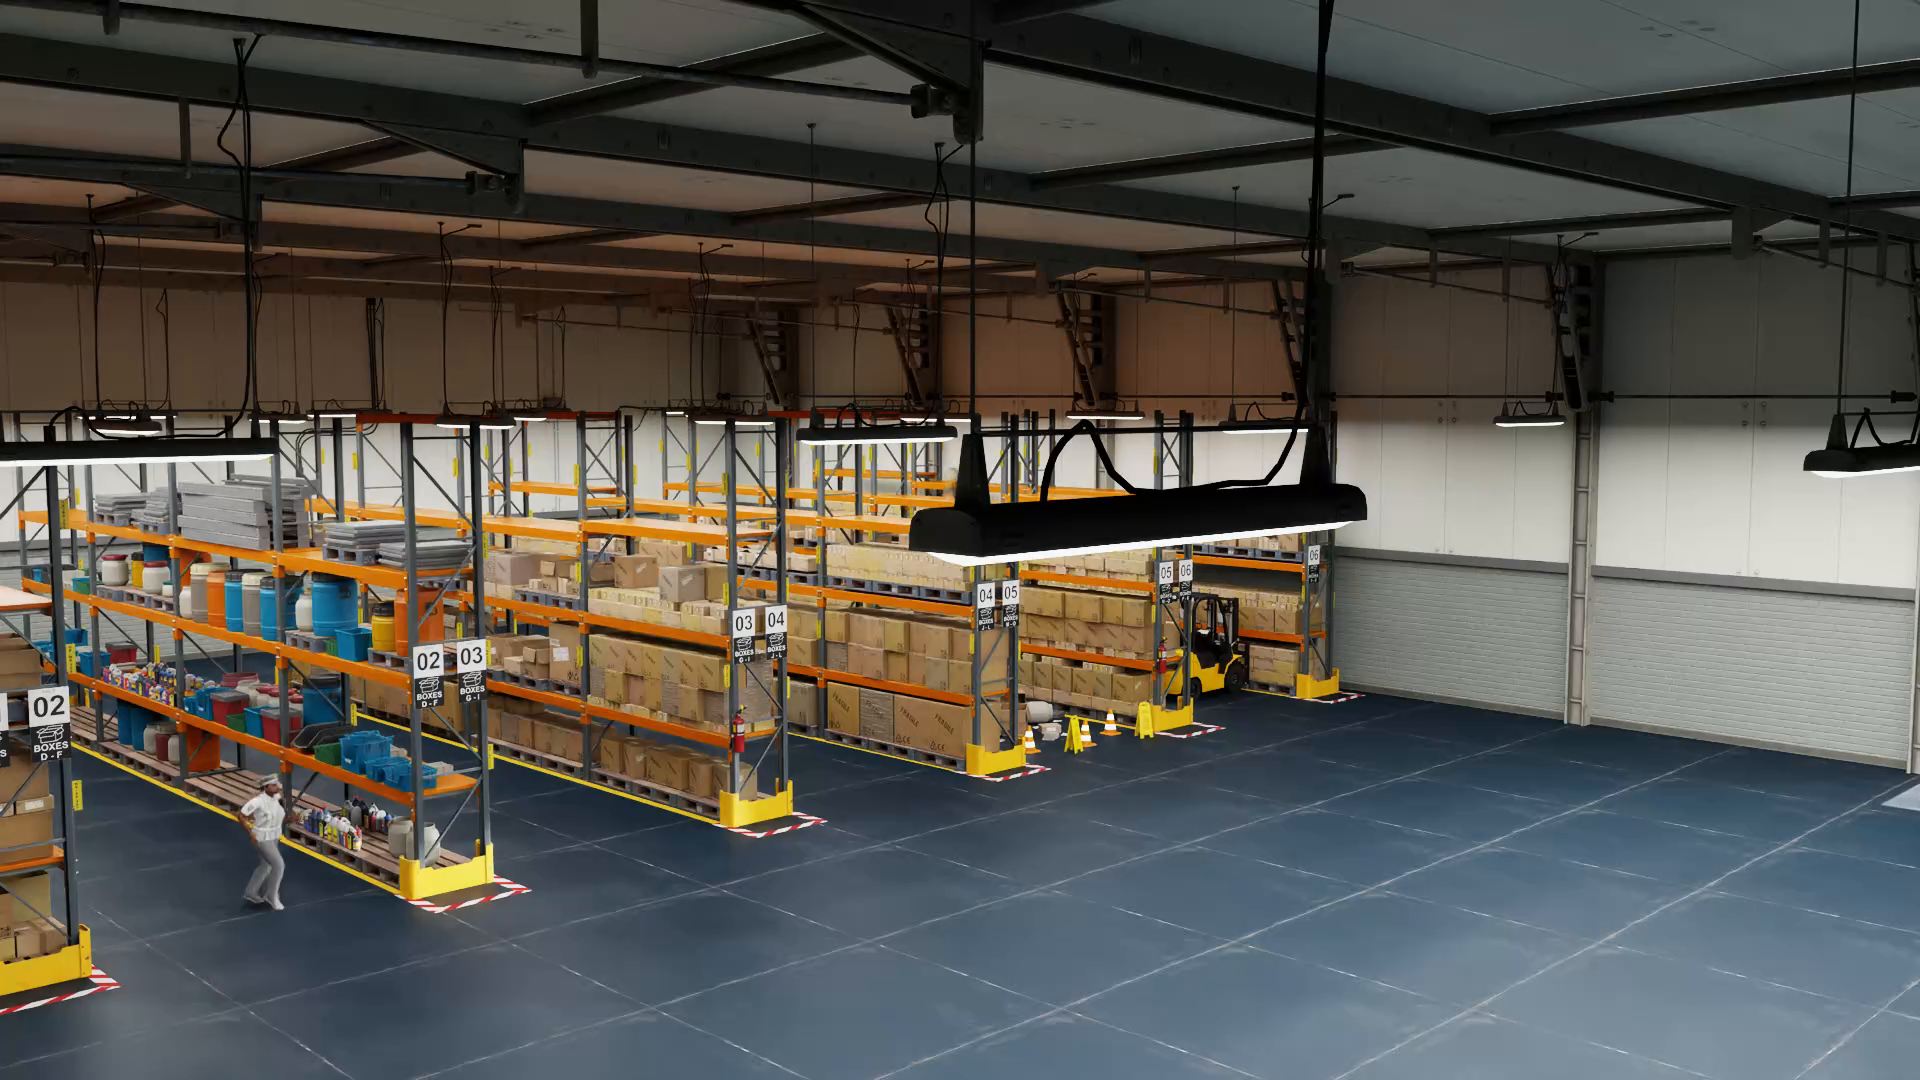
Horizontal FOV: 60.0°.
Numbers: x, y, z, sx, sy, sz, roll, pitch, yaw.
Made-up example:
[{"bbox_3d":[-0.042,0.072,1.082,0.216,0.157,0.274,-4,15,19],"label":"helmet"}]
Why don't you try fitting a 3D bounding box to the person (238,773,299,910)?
[{"bbox_3d":[-8.534,3.727,20.515,0.761,1.733,0.575,1,5,12],"label":"person"}]
